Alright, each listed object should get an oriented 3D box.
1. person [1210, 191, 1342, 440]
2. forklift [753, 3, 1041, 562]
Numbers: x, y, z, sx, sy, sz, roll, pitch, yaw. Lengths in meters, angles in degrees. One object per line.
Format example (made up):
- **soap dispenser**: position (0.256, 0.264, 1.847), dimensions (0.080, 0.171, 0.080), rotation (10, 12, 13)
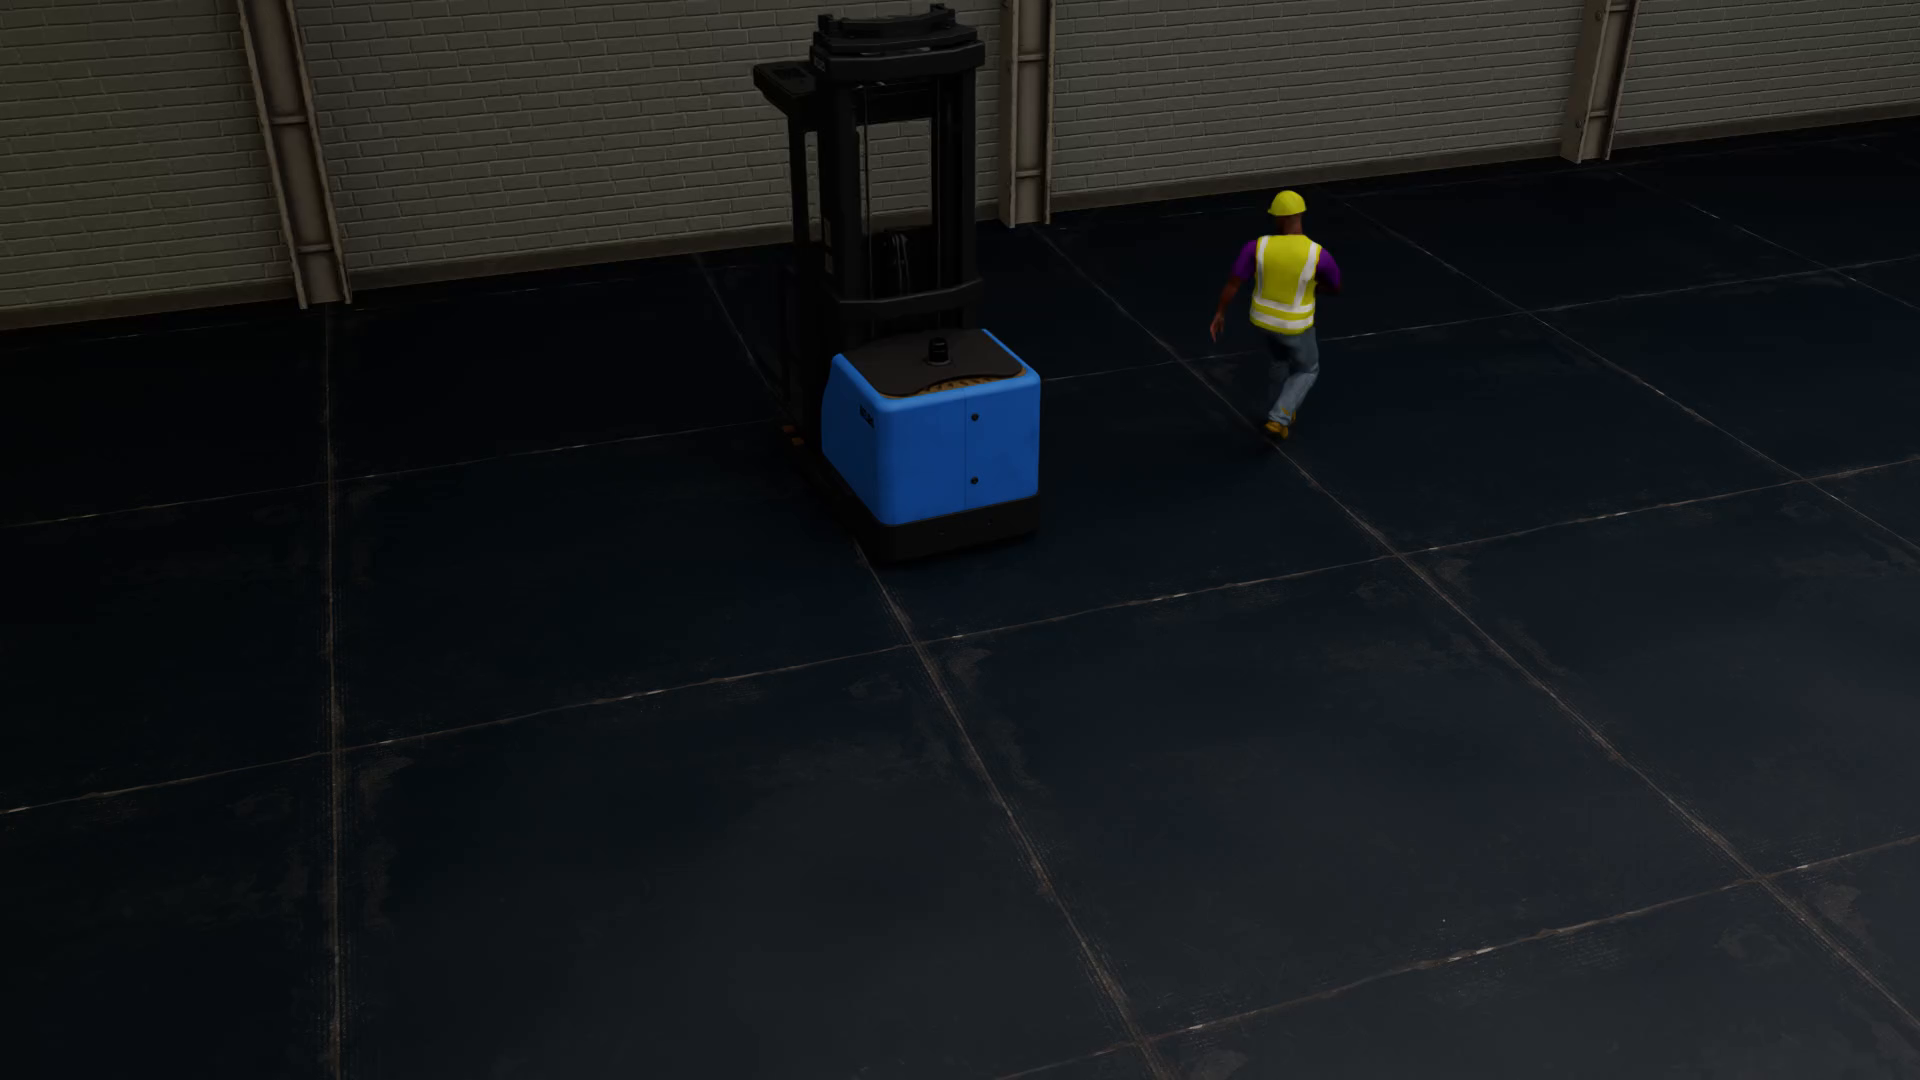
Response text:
- **person**: position (2.098, -1.461, 10.872), dimensions (0.694, 1.701, 0.708), rotation (22, 36, 33)
- **forklift**: position (-0.575, -1.859, 10.318), dimensions (1.130, 2.935, 3.031), rotation (-12, 32, -20)
